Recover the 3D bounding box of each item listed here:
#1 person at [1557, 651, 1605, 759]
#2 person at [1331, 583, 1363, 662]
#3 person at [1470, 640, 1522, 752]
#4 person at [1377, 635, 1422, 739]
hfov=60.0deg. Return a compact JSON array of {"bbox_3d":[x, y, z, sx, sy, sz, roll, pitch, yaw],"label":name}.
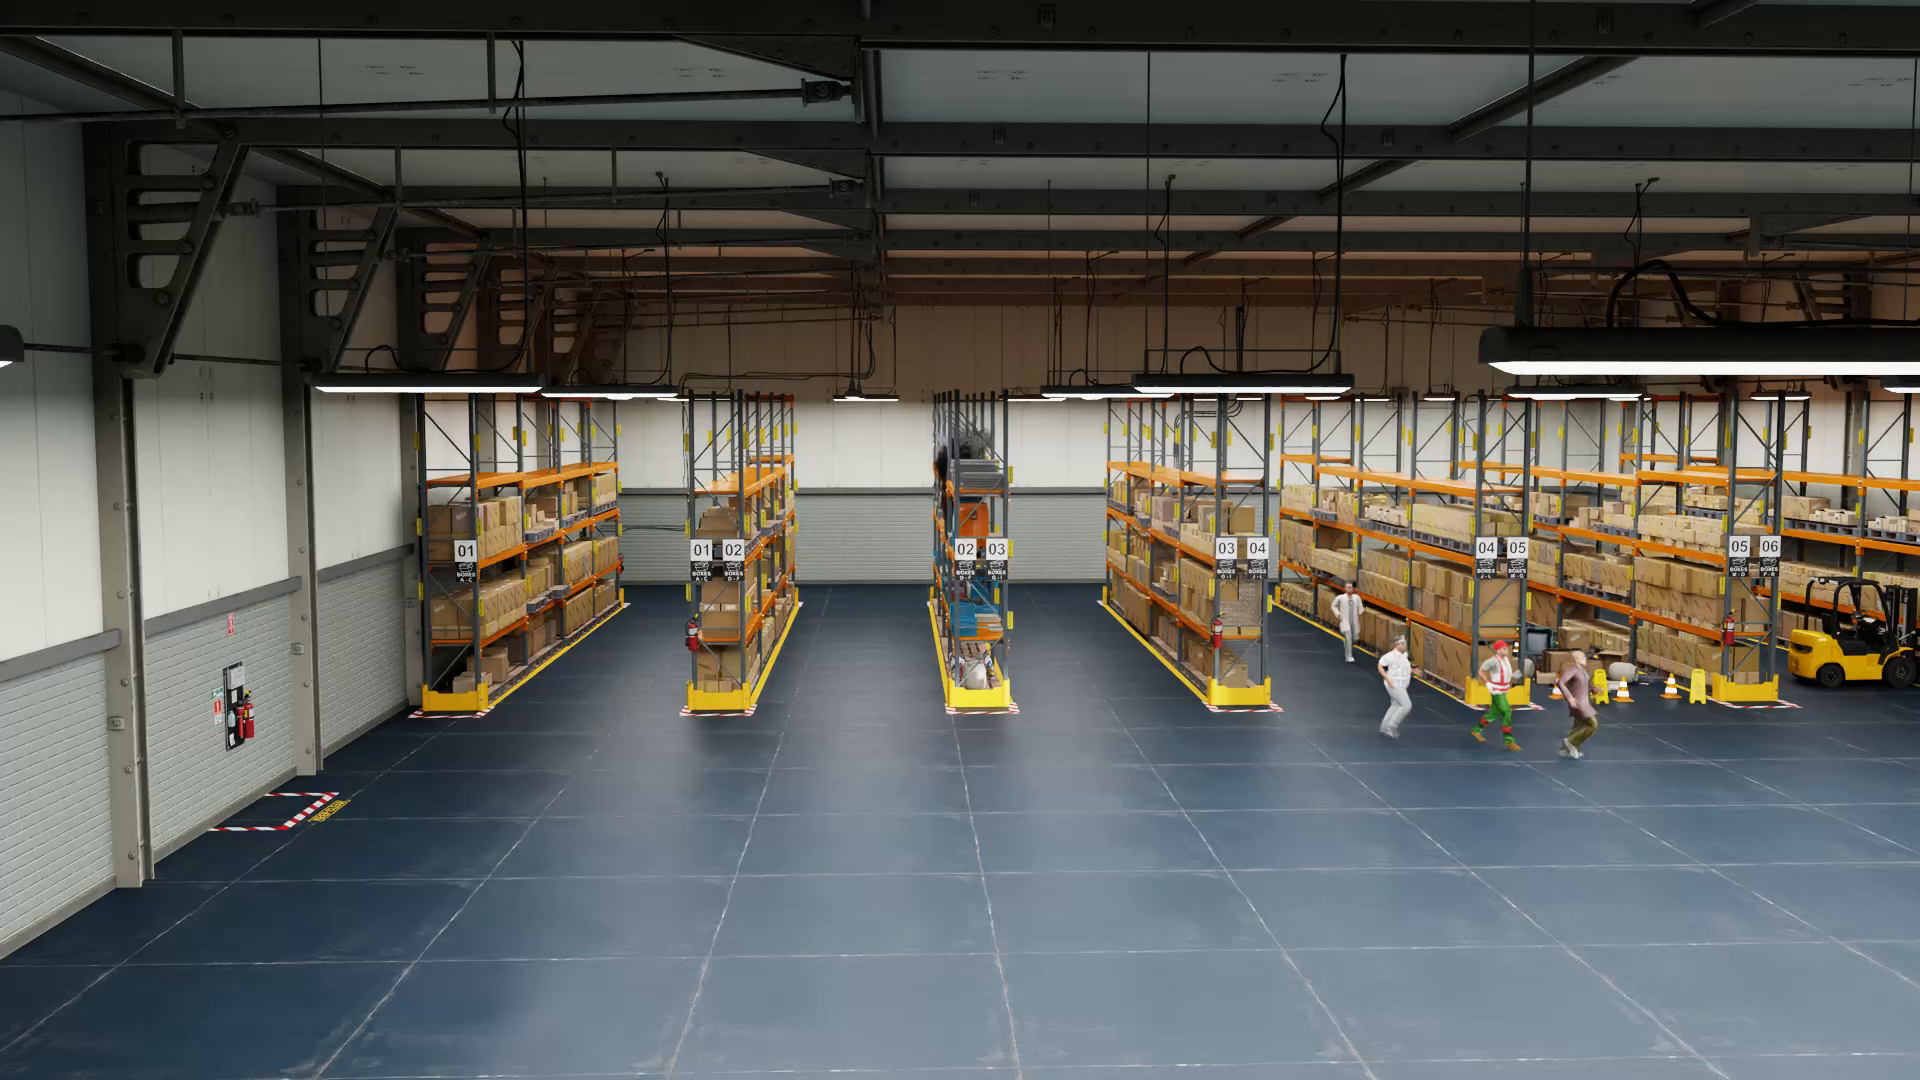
[{"bbox_3d":[10.014,2.656,26.758,0.684,1.741,0.693,3,6,33],"label":"person"},{"bbox_3d":[8.657,1.829,37.106,0.716,1.736,0.832,0,5,-6],"label":"person"},{"bbox_3d":[8.973,2.563,27.718,0.916,1.815,0.629,4,6,38],"label":"person"},{"bbox_3d":[7.575,2.526,28.593,0.700,1.811,0.631,4,6,38],"label":"person"}]
